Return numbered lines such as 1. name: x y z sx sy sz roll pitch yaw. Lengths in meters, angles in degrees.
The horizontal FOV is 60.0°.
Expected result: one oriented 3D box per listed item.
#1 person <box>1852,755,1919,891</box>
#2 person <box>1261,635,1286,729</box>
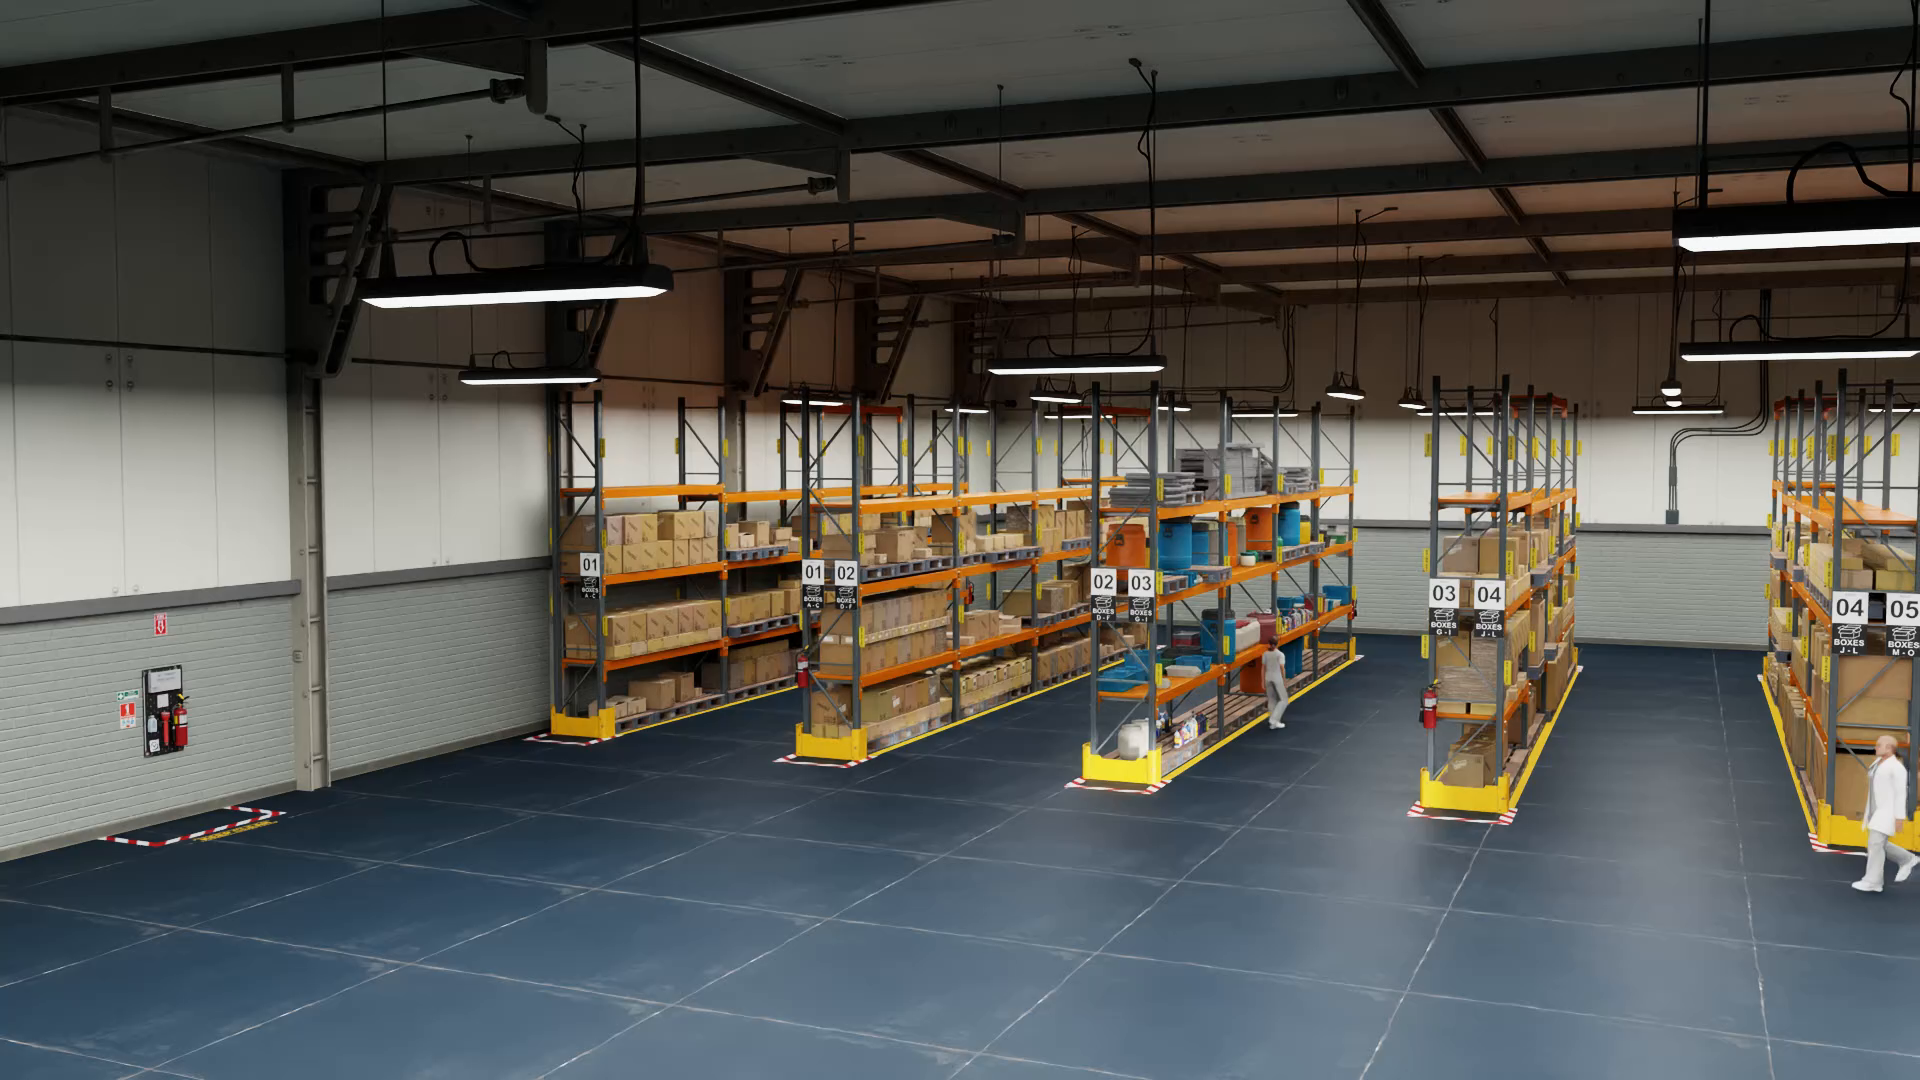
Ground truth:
1. person: 10.498 3.175 18.780 0.940 1.548 0.579 -1 3 -9
2. person: 5.591 2.538 29.609 0.501 1.669 0.526 2 4 33
